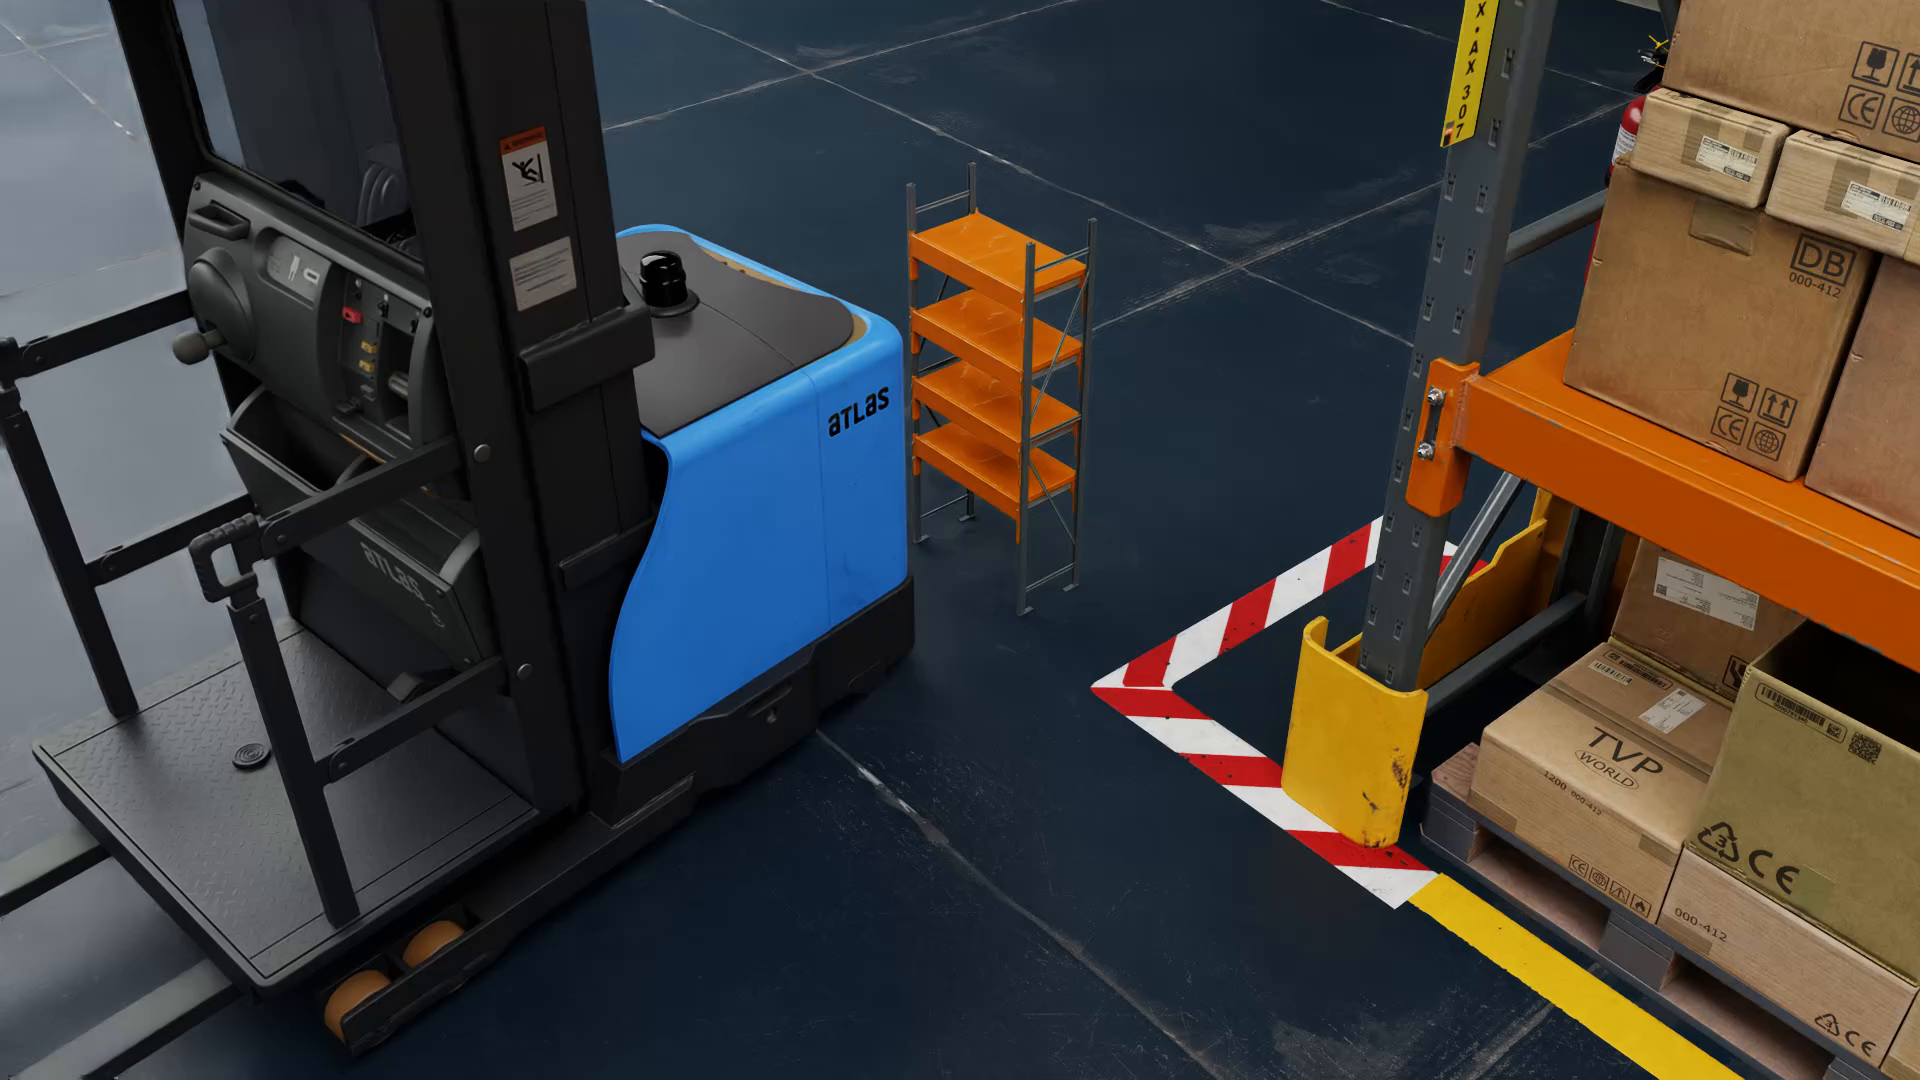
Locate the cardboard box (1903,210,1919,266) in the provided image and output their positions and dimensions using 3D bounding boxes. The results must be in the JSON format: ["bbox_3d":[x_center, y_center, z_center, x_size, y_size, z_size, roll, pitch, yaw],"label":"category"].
[{"bbox_3d":[1.806,-0.545,2.776,0.380,0.149,0.250,-26,43,-32],"label":"cardboard box"}]

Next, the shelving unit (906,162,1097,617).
[{"bbox_3d":[0.107,-0.417,4.800,0.258,1.200,0.503,-26,43,-32],"label":"shelving unit"}]

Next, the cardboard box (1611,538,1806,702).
[{"bbox_3d":[1.958,0.052,3.949,0.500,0.500,0.500,-26,43,-32],"label":"cardboard box"}]

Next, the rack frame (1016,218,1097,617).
[{"bbox_3d":[0.264,-0.309,4.648,0.240,1.200,0.015,-26,43,-32],"label":"rack frame"}]

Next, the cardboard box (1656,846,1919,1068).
[{"bbox_3d":[1.886,0.771,3.582,0.500,0.250,0.500,-26,43,-32],"label":"cardboard box"}]

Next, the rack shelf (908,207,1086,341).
[{"bbox_3d":[0.107,-0.737,4.573,0.258,0.148,0.480,-26,43,-32],"label":"rack shelf"}]

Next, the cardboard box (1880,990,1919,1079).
[{"bbox_3d":[2.209,0.992,3.270,0.500,0.250,0.500,-26,43,-32],"label":"cardboard box"}]

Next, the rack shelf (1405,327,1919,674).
[{"bbox_3d":[2.675,0.458,2.631,1.077,0.370,4.000,-26,43,-32],"label":"rack shelf"}]

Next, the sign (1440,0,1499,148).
[{"bbox_3d":[0.957,-0.900,3.108,0.100,0.325,0.005,-26,43,-32],"label":"sign"}]

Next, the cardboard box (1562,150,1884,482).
[{"bbox_3d":[1.676,-0.549,3.343,0.700,0.500,0.500,-26,43,-32],"label":"cardboard box"}]

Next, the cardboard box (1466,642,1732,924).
[{"bbox_3d":[1.561,0.552,3.892,0.500,0.250,0.500,-26,43,-32],"label":"cardboard box"}]

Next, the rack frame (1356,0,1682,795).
[{"bbox_3d":[1.385,-0.719,3.670,1.000,3.000,0.127,-26,43,-32],"label":"rack frame"}]

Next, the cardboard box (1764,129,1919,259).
[{"bbox_3d":[1.646,-0.655,2.932,0.380,0.149,0.250,-27,43,-33],"label":"cardboard box"}]

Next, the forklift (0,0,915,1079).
[{"bbox_3d":[-1.488,-0.411,3.295,1.130,2.935,3.031,27,44,33],"label":"forklift"}]

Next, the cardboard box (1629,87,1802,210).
[{"bbox_3d":[1.474,-0.771,3.095,0.380,0.149,0.250,-26,43,-32],"label":"cardboard box"}]

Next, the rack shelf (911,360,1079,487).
[{"bbox_3d":[0.107,-0.362,4.839,0.258,0.148,0.480,-26,43,-32],"label":"rack shelf"}]

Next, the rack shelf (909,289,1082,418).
[{"bbox_3d":[0.107,-0.544,4.710,0.258,0.148,0.480,-26,43,-32],"label":"rack shelf"}]

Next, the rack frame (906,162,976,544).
[{"bbox_3d":[-0.051,-0.524,4.952,0.240,1.200,0.015,-26,43,-32],"label":"rack frame"}]

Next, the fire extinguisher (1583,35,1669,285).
[{"bbox_3d":[1.663,-0.913,4.010,0.296,0.674,0.183,-26,43,-32],"label":"fire extinguisher"}]

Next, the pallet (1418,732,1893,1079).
[{"bbox_3d":[1.910,0.741,4.021,1.003,0.211,1.213,-26,43,-32],"label":"pallet"}]

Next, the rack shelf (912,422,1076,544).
[{"bbox_3d":[0.107,-0.200,4.954,0.258,0.148,0.480,-26,43,-32],"label":"rack shelf"}]

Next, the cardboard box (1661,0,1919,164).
[{"bbox_3d":[1.710,-1.055,2.935,0.700,0.500,0.500,-26,43,-32],"label":"cardboard box"}]

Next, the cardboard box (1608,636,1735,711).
[{"bbox_3d":[1.957,0.358,4.164,0.500,0.250,0.500,-26,43,-32],"label":"cardboard box"}]

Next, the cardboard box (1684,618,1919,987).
[{"bbox_3d":[1.885,0.466,3.364,0.500,0.500,0.500,-26,43,-32],"label":"cardboard box"}]

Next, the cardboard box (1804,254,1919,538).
[{"bbox_3d":[2.019,-0.319,3.018,0.700,0.500,0.500,-25,42,-31],"label":"cardboard box"}]

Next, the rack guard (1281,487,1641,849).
[{"bbox_3d":[1.369,0.291,4.407,1.175,0.500,0.348,-26,43,-32],"label":"rack guard"}]
